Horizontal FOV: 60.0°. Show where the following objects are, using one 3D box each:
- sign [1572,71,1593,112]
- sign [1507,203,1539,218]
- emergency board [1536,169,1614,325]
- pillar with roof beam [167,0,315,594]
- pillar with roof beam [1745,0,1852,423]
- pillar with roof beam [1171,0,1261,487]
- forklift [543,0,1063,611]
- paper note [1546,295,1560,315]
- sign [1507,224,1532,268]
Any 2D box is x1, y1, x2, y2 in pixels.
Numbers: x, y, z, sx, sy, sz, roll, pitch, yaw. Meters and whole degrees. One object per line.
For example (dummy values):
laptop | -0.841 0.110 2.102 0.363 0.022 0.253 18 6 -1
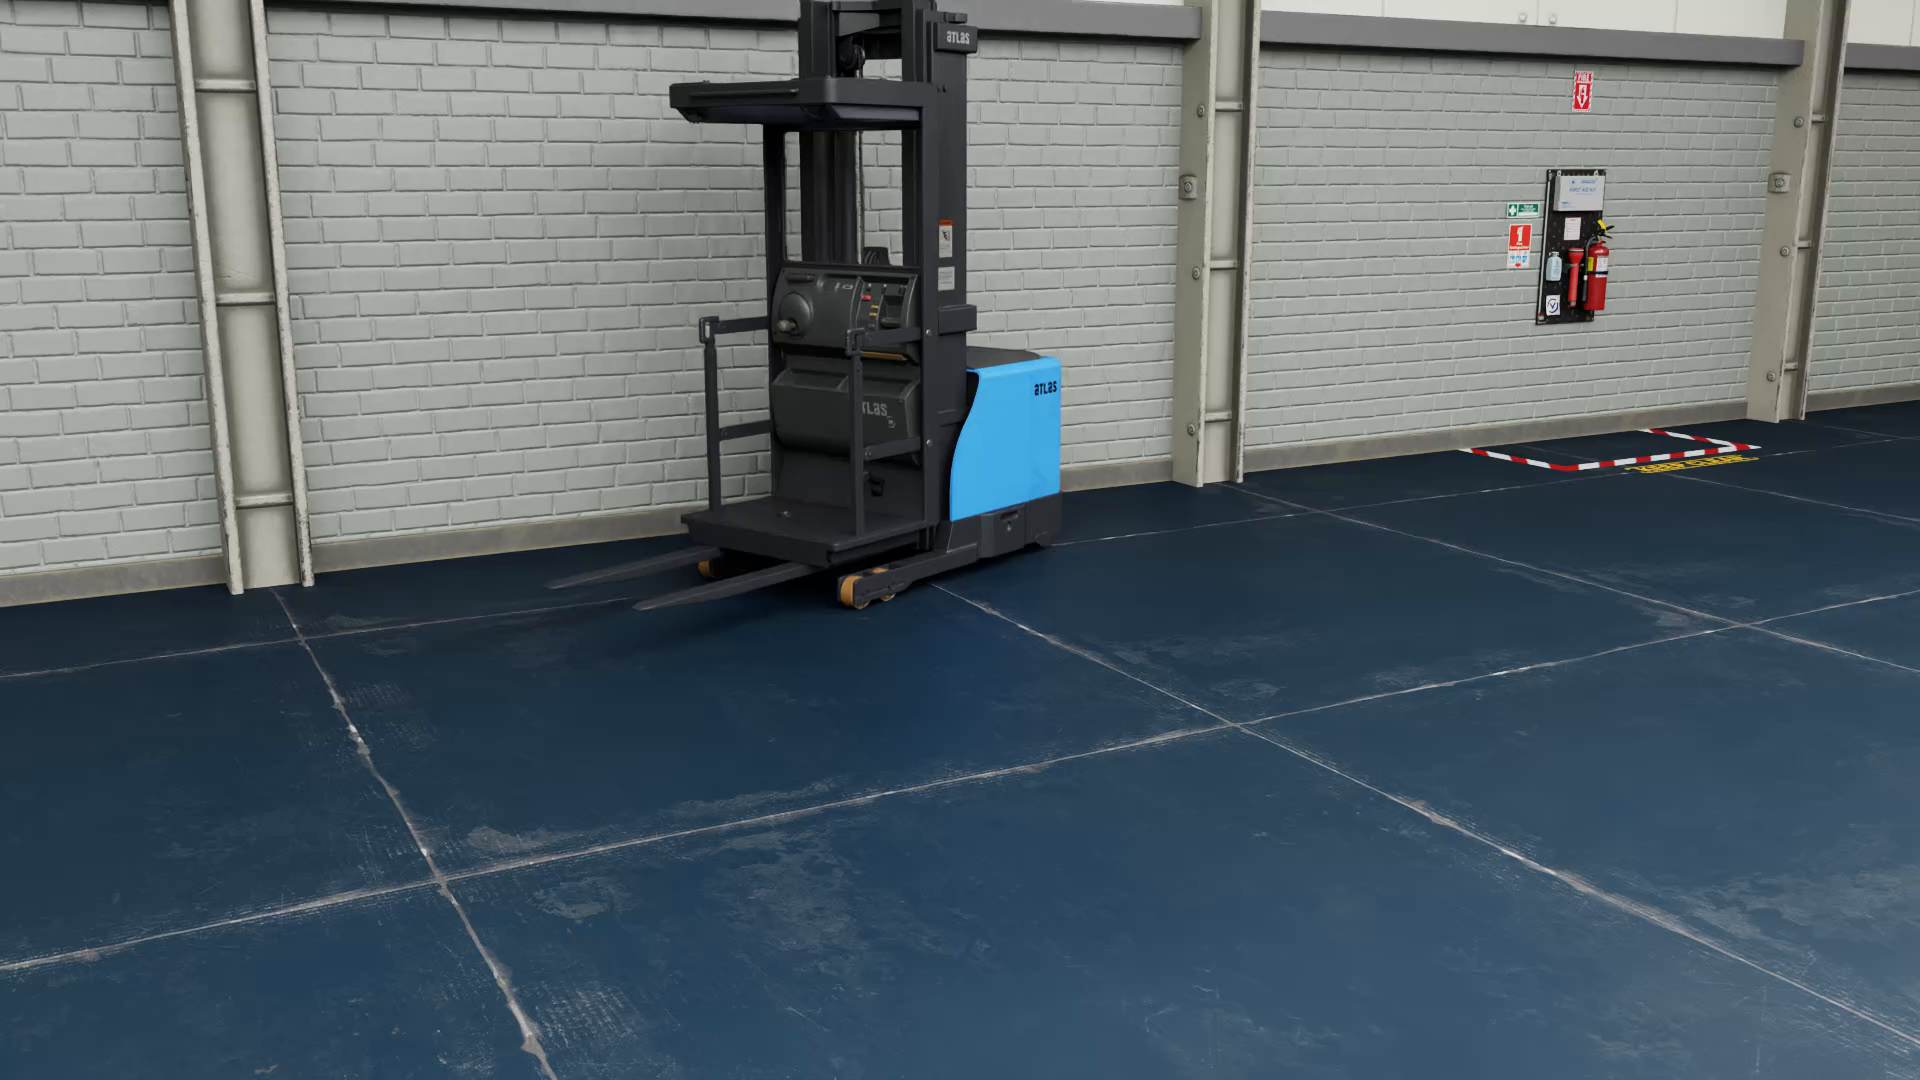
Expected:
sign | 4.717 -3.398 12.596 0.199 0.298 0.001 -7 14 -28
sign | 4.245 -2.485 12.531 0.331 0.109 0.001 -7 14 -28
emergency board | 4.772 -2.249 12.769 0.643 1.169 0.194 -7 14 -28
pillar with roof beam | -1.511 -3.336 3.937 0.400 9.000 9.100 -7 14 -28
pillar with roof beam | 9.022 -4.598 9.547 0.400 9.000 9.100 -7 14 -28
pillar with roof beam | 3.756 -3.967 6.742 0.400 9.000 9.100 -7 14 -28
forklift | -0.723 -1.215 8.331 1.130 2.935 3.031 10 16 37
paper note | 4.583 -1.814 12.842 0.142 0.148 0.016 -7 14 -28
sign | 4.237 -2.228 12.595 0.234 0.329 0.001 -7 14 -28
